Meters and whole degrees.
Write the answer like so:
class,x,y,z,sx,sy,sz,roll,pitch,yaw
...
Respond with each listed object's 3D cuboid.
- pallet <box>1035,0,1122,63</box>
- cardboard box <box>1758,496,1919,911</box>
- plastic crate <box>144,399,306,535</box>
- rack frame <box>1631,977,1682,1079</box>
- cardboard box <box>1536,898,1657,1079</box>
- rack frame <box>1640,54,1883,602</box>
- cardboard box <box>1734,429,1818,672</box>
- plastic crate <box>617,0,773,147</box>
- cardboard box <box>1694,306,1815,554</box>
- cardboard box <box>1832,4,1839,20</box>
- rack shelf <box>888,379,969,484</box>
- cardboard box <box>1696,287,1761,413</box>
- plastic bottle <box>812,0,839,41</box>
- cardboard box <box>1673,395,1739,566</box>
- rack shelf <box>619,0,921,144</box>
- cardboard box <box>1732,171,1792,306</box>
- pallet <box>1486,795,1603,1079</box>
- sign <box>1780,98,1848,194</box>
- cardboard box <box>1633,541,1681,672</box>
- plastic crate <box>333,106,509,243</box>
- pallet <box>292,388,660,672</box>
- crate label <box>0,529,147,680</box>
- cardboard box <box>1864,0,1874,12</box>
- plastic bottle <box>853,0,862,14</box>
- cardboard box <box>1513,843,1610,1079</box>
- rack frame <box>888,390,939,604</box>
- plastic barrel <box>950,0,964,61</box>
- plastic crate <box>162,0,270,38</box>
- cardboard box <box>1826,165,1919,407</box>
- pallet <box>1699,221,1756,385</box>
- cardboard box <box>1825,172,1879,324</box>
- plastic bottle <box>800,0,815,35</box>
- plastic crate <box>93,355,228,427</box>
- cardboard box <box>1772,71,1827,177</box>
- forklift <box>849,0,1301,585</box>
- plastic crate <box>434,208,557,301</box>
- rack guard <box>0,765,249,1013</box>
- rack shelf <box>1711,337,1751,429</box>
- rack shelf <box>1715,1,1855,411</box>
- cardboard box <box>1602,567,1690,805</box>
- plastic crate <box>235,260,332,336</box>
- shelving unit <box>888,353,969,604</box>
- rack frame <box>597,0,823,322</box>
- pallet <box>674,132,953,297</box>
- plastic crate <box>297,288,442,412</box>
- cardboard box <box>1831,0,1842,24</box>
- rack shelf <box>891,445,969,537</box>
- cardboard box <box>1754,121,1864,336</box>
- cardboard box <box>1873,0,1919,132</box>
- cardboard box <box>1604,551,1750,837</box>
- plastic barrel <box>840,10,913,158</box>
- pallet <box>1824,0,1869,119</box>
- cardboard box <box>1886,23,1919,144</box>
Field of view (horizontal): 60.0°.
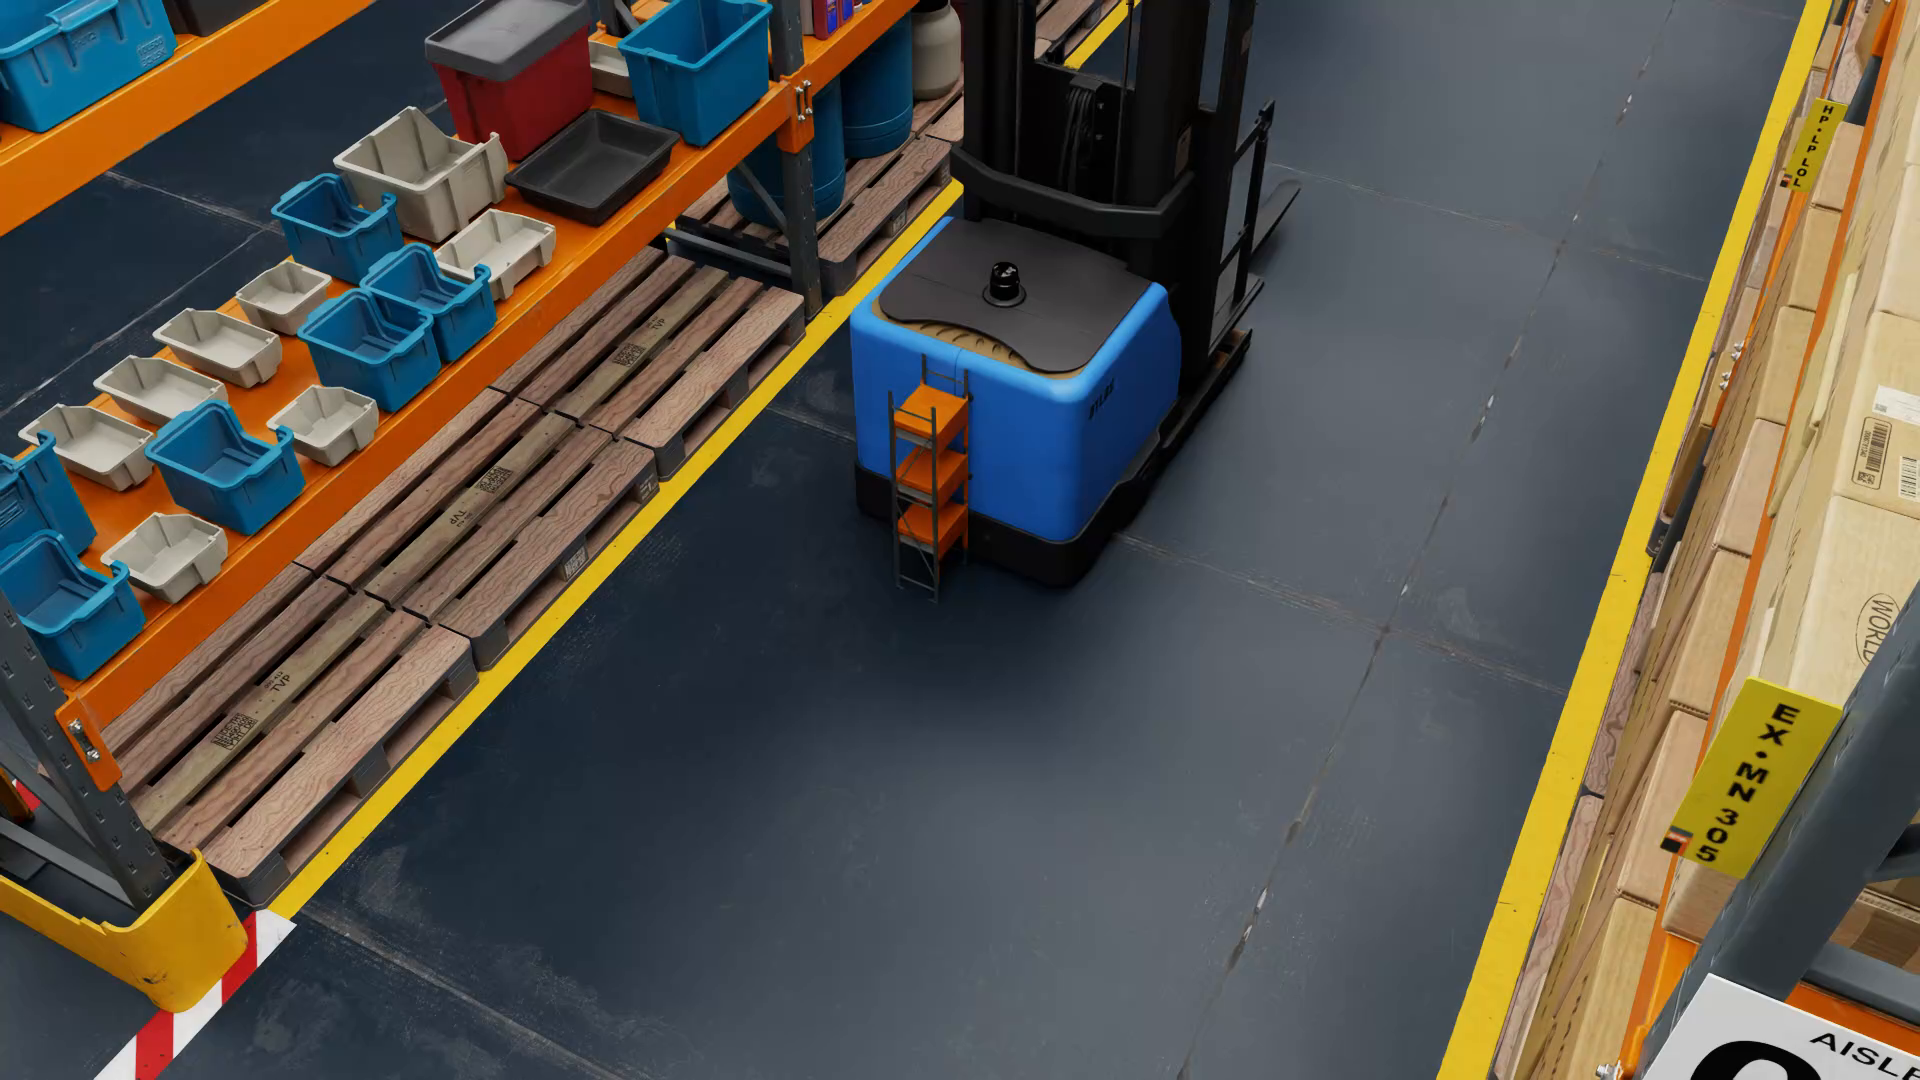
class,x,y,z,sx,sy,sz,roll,pitch,yaw
pallet,0.385,-3.346,10.189,1.003,0.211,1.213,20,49,19
cardboard box,1.399,0.256,2.313,0.500,0.250,0.500,20,49,19
plastic crate,-2.288,-0.221,5.215,0.416,0.233,0.300,20,49,19
rack frame,1.386,1.841,3.102,1.000,3.000,0.127,20,49,19
cardboard box,1.349,1.083,3.077,0.500,0.500,0.500,20,49,19
rack frame,3.243,-0.679,5.592,1.000,3.000,0.127,20,49,19
cardboard box,1.633,0.117,2.802,0.500,0.250,0.500,20,49,19
plastic crate,-1.057,-1.926,6.793,0.392,0.384,0.575,20,49,19
cardboard box,2.297,-0.213,4.358,0.500,0.500,0.500,19,48,18
cardboard box,5.128,-2.792,9.318,0.500,0.250,0.500,22,49,20
rack shelf,-0.116,-0.412,6.315,0.215,0.259,0.240,22,49,20
cardboard box,3.455,-0.669,7.030,0.500,0.500,0.500,21,49,19
plastic bottle,-0.595,-2.366,7.341,0.061,0.283,0.133,20,49,19
cardboard box,2.530,-0.160,5.008,0.500,0.500,0.500,21,49,20
rack shelf,-0.214,-3.324,8.712,1.077,0.370,4.000,20,49,19
cardboard box,3.922,-1.306,7.660,0.500,0.500,0.500,19,48,18
pallet,2.358,1.505,5.394,1.003,0.211,1.213,20,49,19
sign,2.750,-1.267,5.359,0.100,0.325,0.005,20,49,19
cardboard box,2.857,0.304,6.201,0.500,0.311,0.500,20,49,19
plastic crate,-2.015,-1.395,6.341,0.437,0.282,0.530,20,49,19
pallet,-2.015,-0.089,6.970,1.003,0.211,1.213,20,49,19
crate label,-2.593,0.194,4.805,0.416,0.233,0.303,20,49,19
cardboard box,4.314,-2.435,6.962,0.700,0.500,0.500,30,52,26
plastic bottle,-0.495,-2.500,7.531,0.097,0.201,0.097,0,45,0
cardboard box,1.591,1.106,3.758,0.500,0.500,0.500,21,49,19
rack frame,-0.176,-0.145,6.435,0.200,1.050,0.008,22,49,20
plastic barrel,-0.022,-3.111,9.396,0.600,0.588,0.708,20,49,19
plastic crate,-2.047,-1.701,4.537,0.504,0.338,0.767,20,49,19
cardboard box,1.866,-0.373,2.935,0.500,0.250,0.500,20,49,19
pallet,4.152,-0.995,7.865,1.003,0.211,1.213,20,49,19
cardboard box,2.100,-0.512,3.423,0.500,0.250,0.500,20,49,19
plastic bottle,-0.673,-2.440,7.367,0.144,0.351,0.185,20,49,19
plastic crate,-2.634,-0.477,5.535,0.396,0.136,0.243,20,49,19
cardboard box,4.397,-1.951,8.297,0.500,0.500,0.500,19,48,18
forklift,0.717,-1.890,6.837,1.130,2.935,3.031,22,49,20
plastic crate,-1.685,-1.049,6.101,0.293,0.136,0.466,20,49,19
rack guard,-2.999,1.101,5.590,1.175,0.500,0.348,20,49,19
rack shelf,2.315,0.834,4.603,1.077,0.370,4.000,20,49,19
rack shelf,4.171,-1.686,7.093,1.077,0.370,4.000,20,49,19
cardboard box,2.061,0.476,4.380,0.500,0.500,0.500,20,49,19
plastic crate,-2.405,-0.853,5.907,0.298,0.136,0.250,20,49,19
shelving unit,-0.116,-0.220,6.509,0.215,1.050,0.252,22,49,20
rack frame,-1.143,-2.317,7.211,1.000,3.000,0.127,20,49,19
pallet,-0.747,-1.809,8.669,1.003,0.211,1.213,20,49,19
plastic crate,-1.982,-0.636,5.625,0.416,0.233,0.300,20,49,19
cardboard box,5.125,-2.988,9.118,0.500,0.311,0.500,22,49,20
rack shelf,-0.116,-0.213,6.517,0.215,0.259,0.240,22,49,20
cardboard box,2.775,-0.862,4.999,0.500,0.500,0.500,22,49,20
cardboard box,2.562,-1.143,4.047,0.500,0.250,0.500,20,49,19
cardboard box,1.819,0.436,3.716,0.500,0.500,0.500,22,49,20
plastic barrel,-0.546,-2.510,8.582,0.600,0.901,0.708,20,49,19
pallet,4.201,-1.905,6.938,1.003,0.211,1.213,20,49,19
cardboard box,2.324,-1.005,3.560,0.500,0.250,0.500,20,49,19
